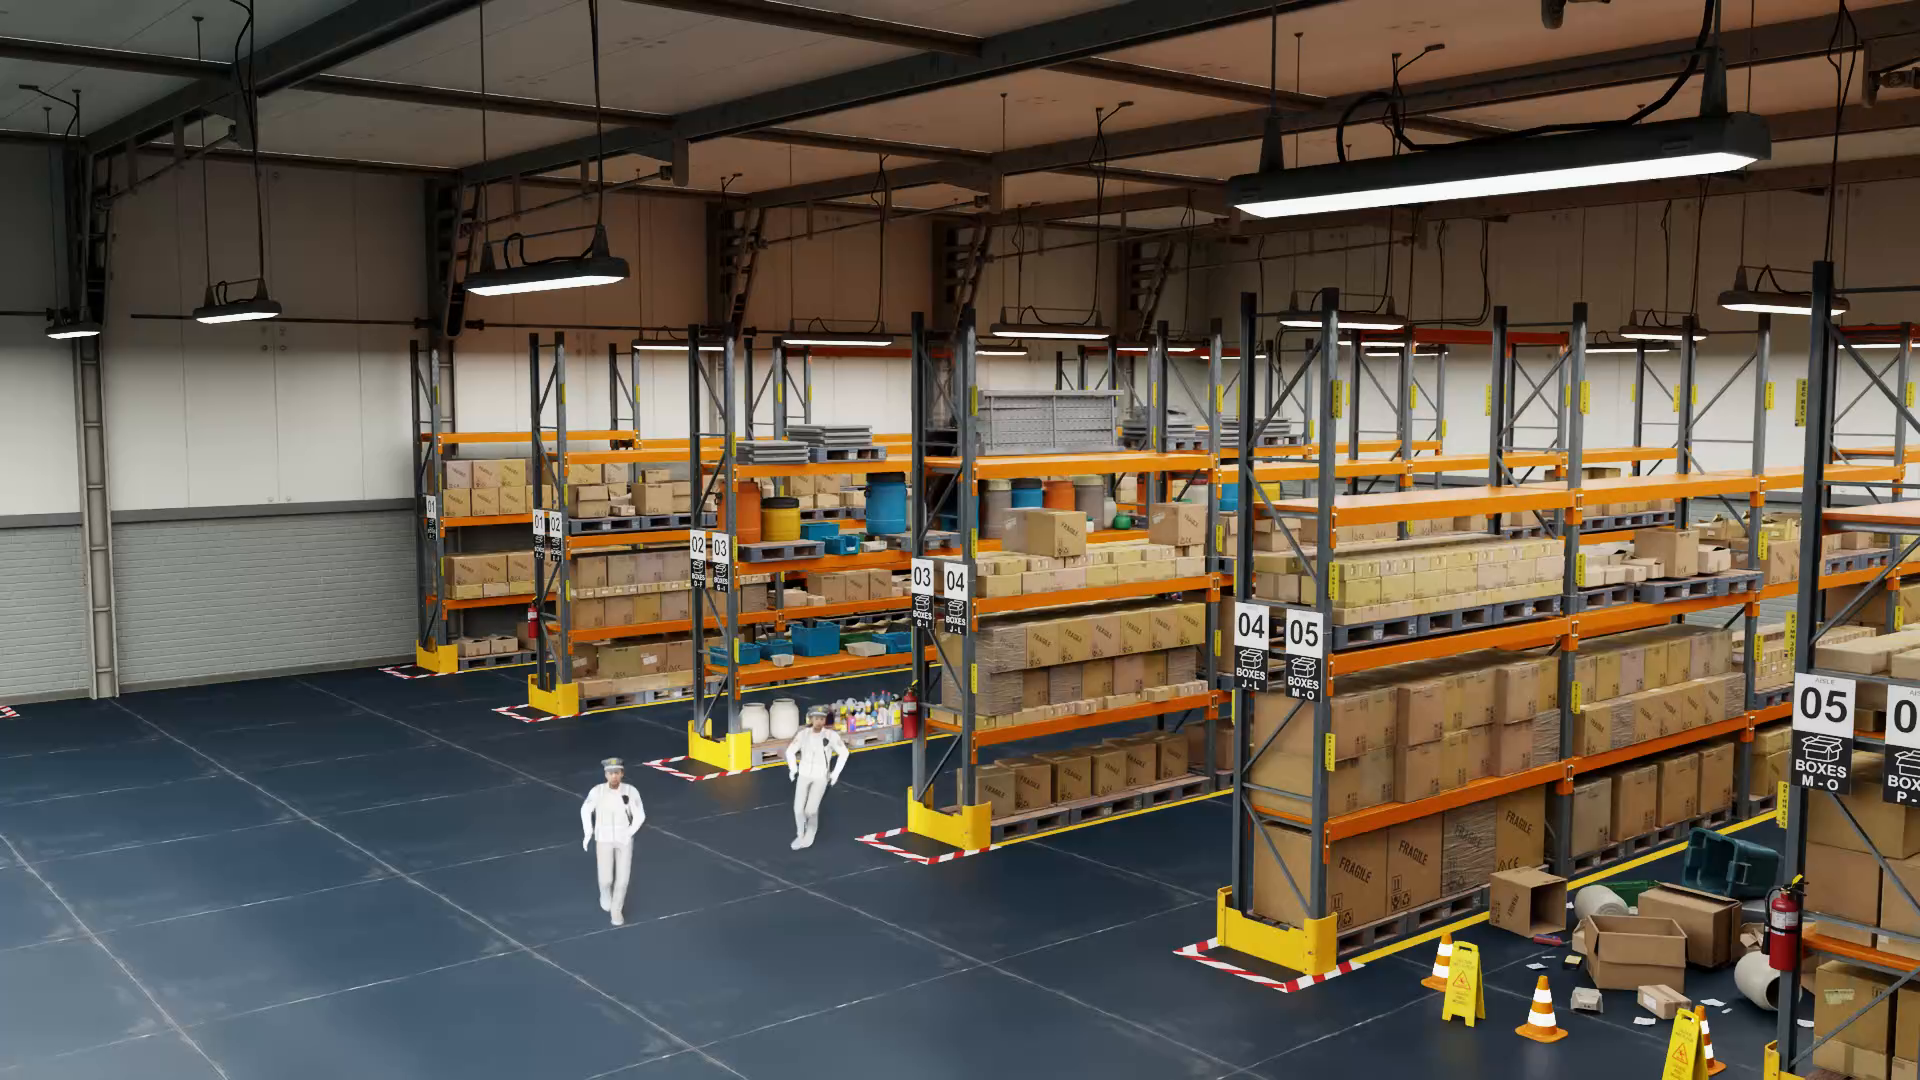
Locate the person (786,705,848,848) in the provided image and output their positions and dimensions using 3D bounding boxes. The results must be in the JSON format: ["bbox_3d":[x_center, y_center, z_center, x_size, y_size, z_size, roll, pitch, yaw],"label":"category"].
[{"bbox_3d":[-1.617,2.643,18.469,0.677,1.643,0.553,1,5,12],"label":"person"}]

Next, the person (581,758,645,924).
[{"bbox_3d":[-3.312,2.881,15.901,0.602,1.645,0.575,-1,5,-12],"label":"person"}]
